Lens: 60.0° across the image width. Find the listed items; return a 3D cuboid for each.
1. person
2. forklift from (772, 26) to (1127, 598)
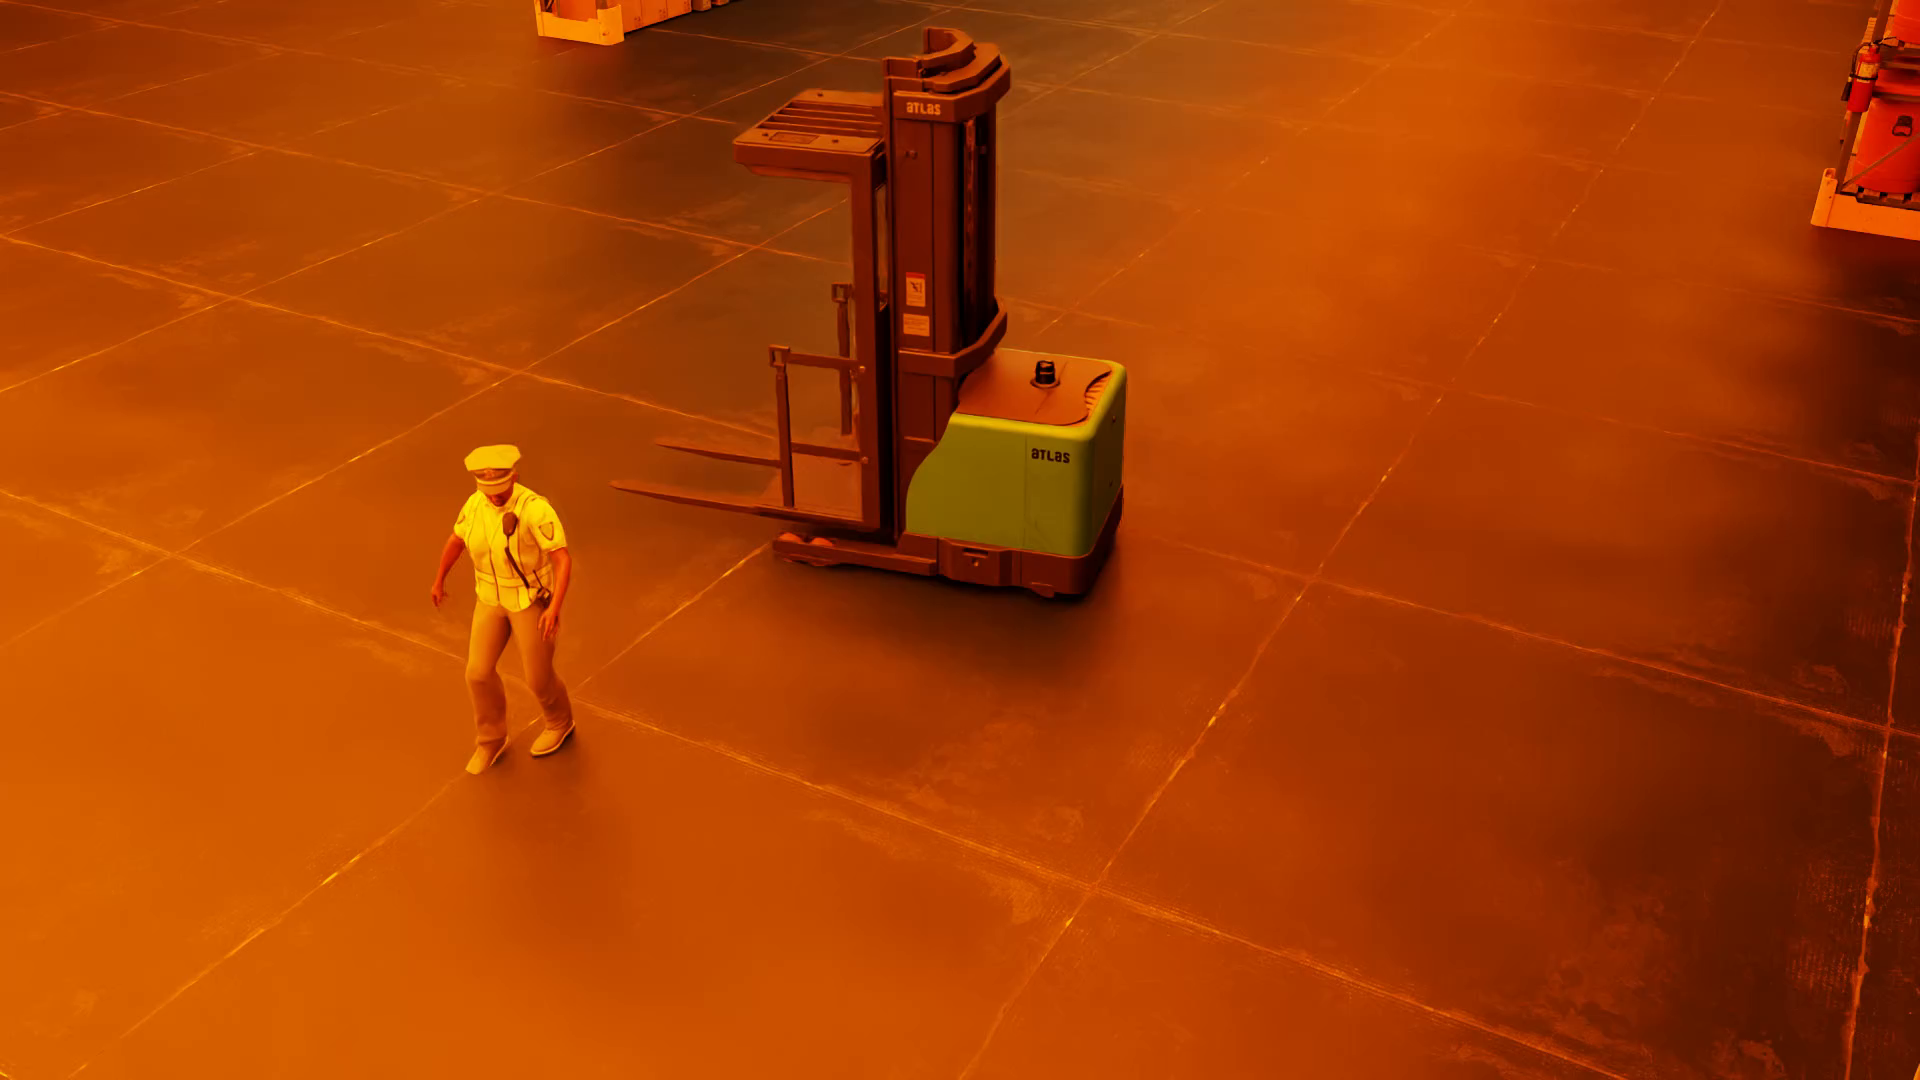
[{"bbox_3d":[-2.110,0.284,7.807,0.617,1.565,0.442,12,32,20],"label":"person"},{"bbox_3d":[-0.595,-1.354,9.417,3.031,2.935,1.130,8,31,14],"label":"forklift"}]
